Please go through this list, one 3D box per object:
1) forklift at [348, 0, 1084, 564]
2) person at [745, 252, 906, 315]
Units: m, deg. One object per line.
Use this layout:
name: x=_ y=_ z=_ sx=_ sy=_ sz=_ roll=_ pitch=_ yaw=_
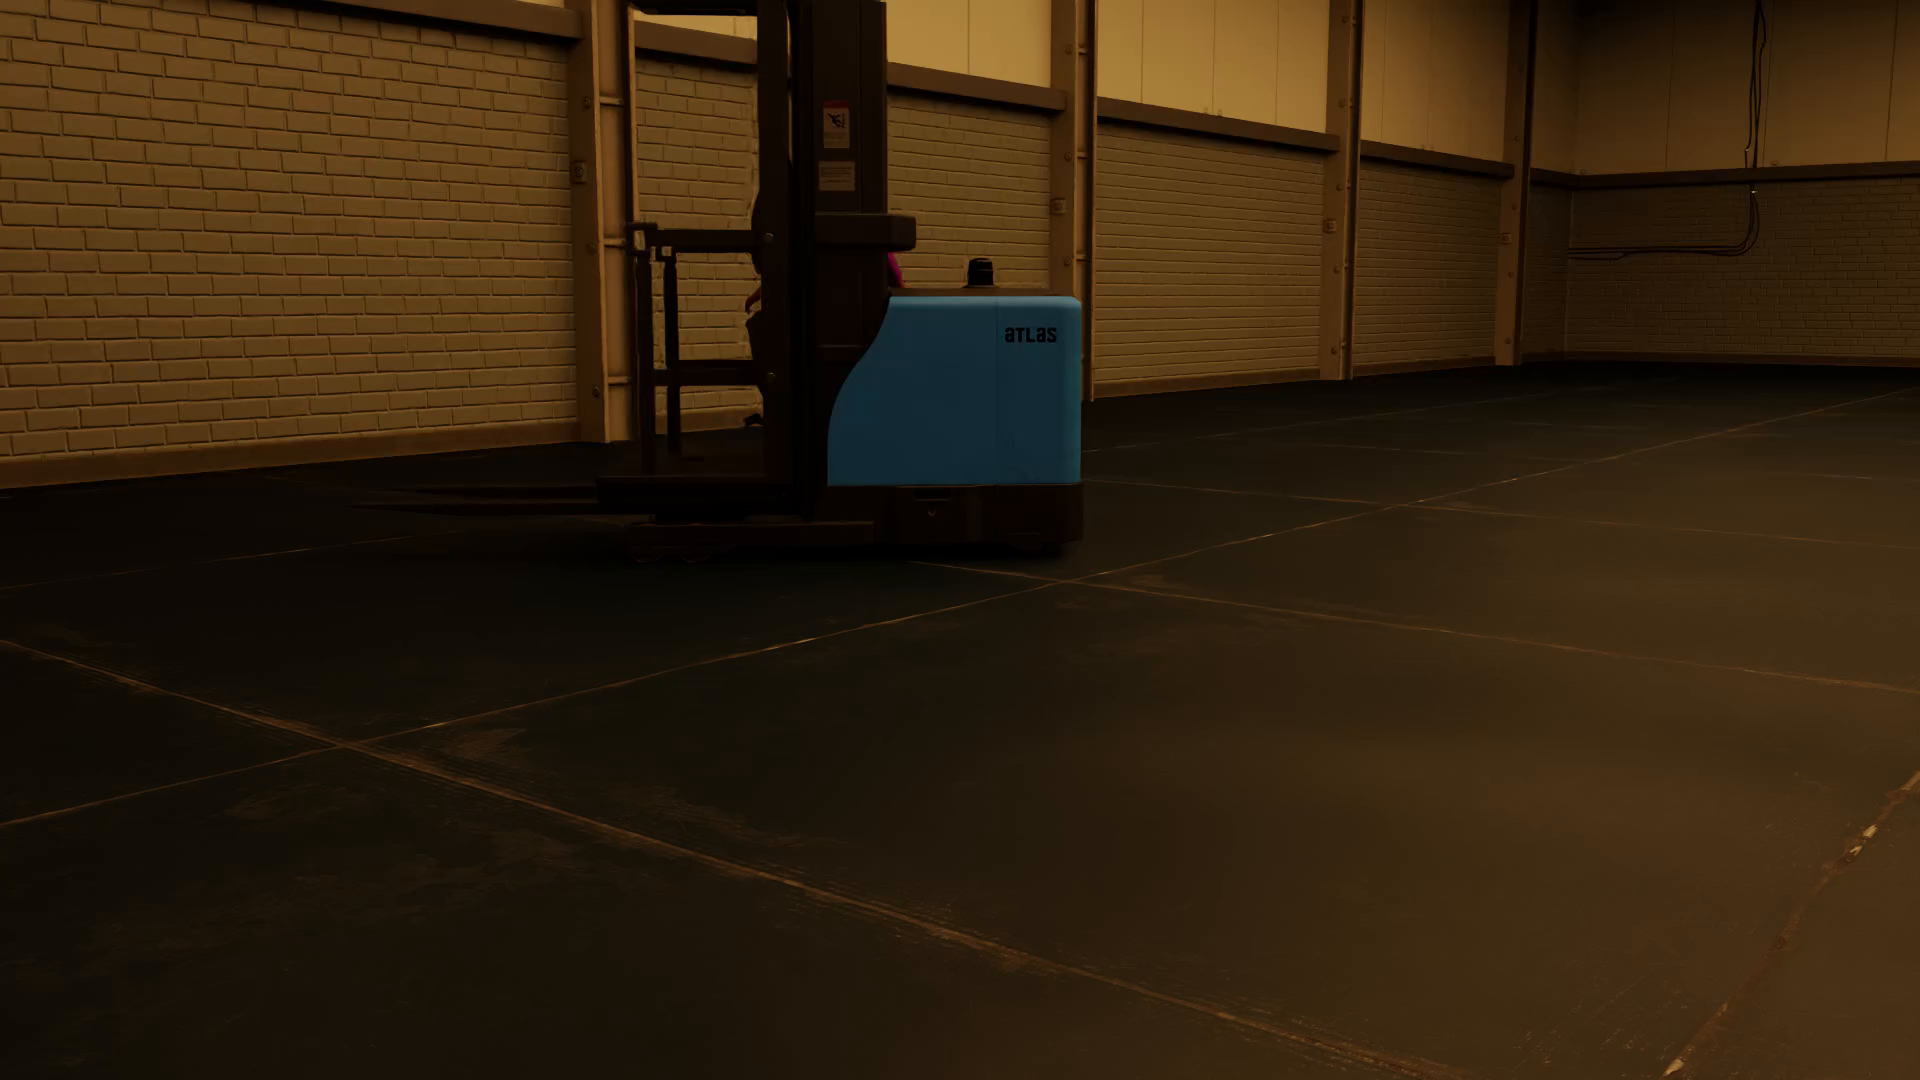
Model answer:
forklift: x=-1.026 y=-1.433 z=7.077 sx=3.031 sy=2.935 sz=1.130 roll=-1 pitch=8 yaw=-4
person: x=-0.741 y=-1.250 z=10.083 sx=1.048 sy=1.780 sz=0.658 roll=-4 pitch=9 yaw=-23
